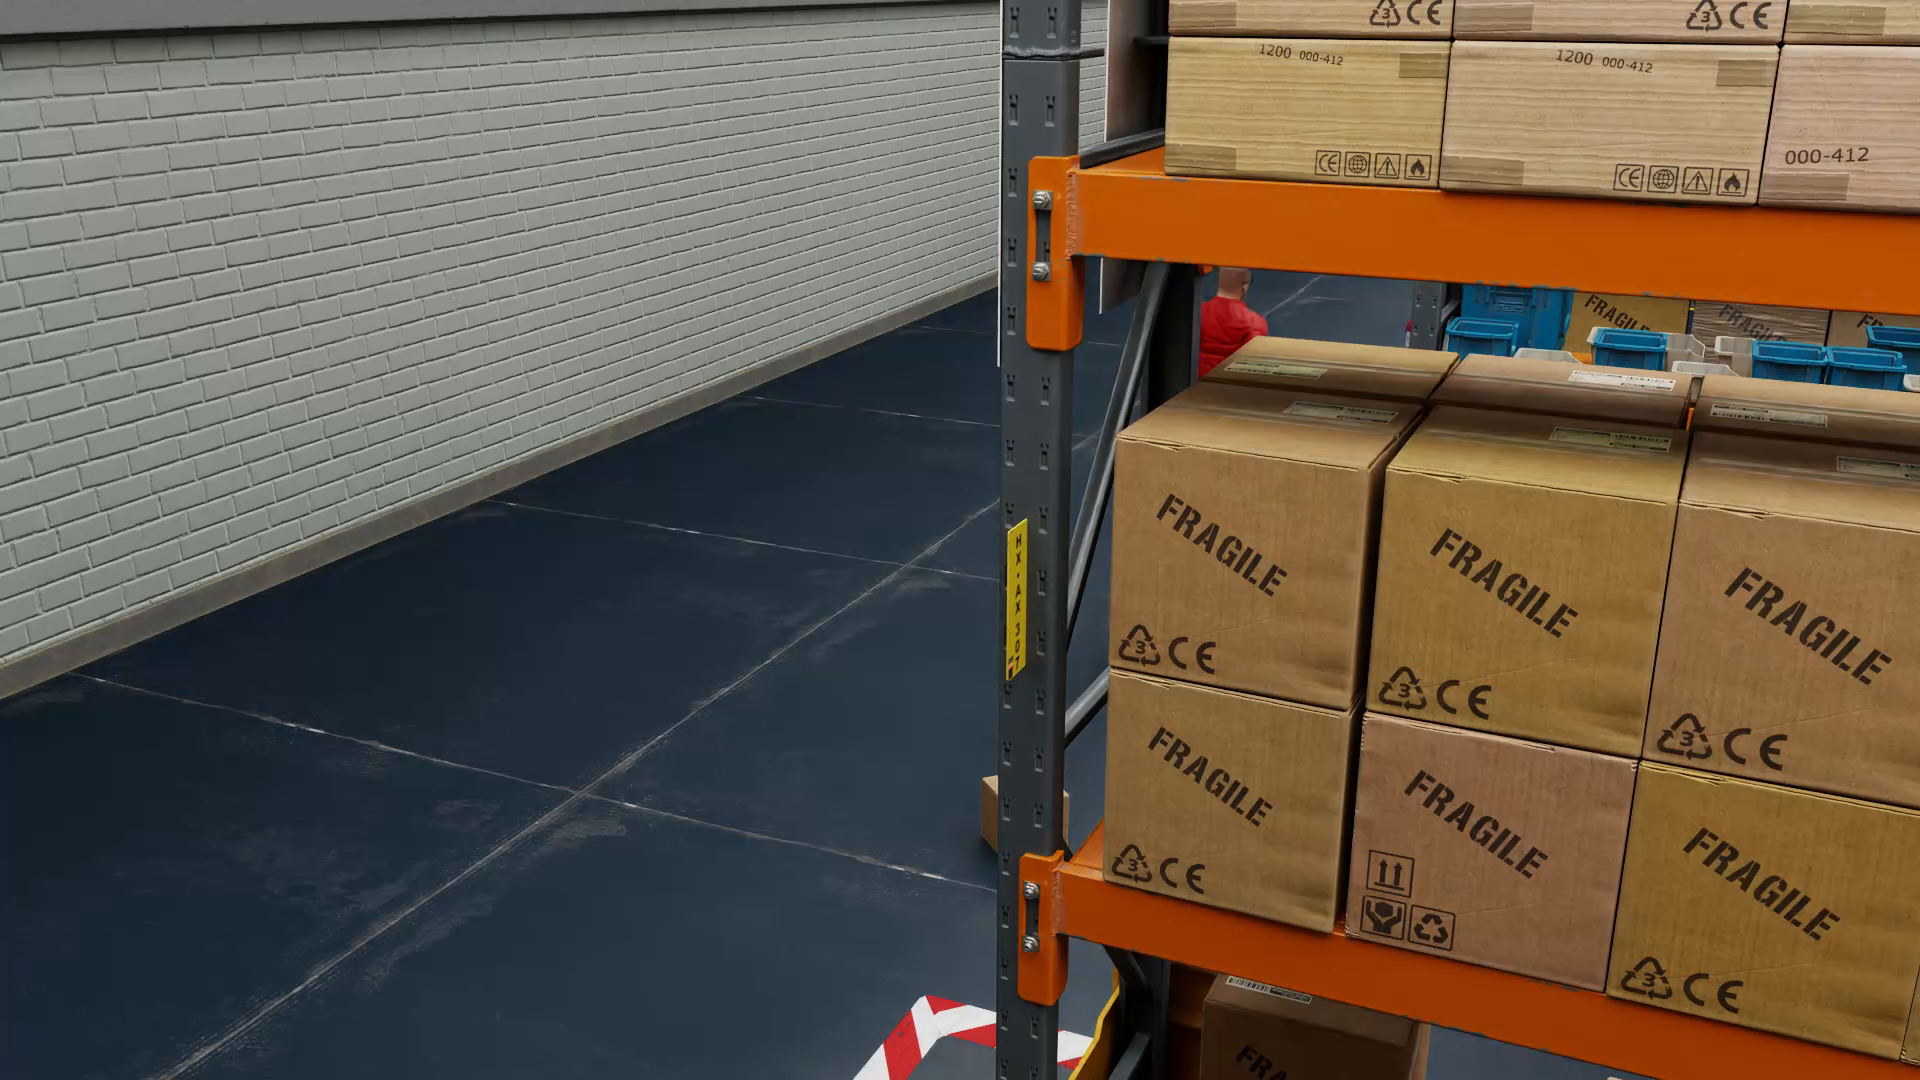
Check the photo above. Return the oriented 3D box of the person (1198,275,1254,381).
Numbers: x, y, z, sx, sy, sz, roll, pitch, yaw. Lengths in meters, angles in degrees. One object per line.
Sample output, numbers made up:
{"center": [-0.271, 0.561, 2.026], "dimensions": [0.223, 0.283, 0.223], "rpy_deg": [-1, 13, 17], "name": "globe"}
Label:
{"center": [1.452, -0.712, 9.136], "dimensions": [0.413, 1.544, 0.516], "rpy_deg": [9, 21, 25], "name": "person"}
